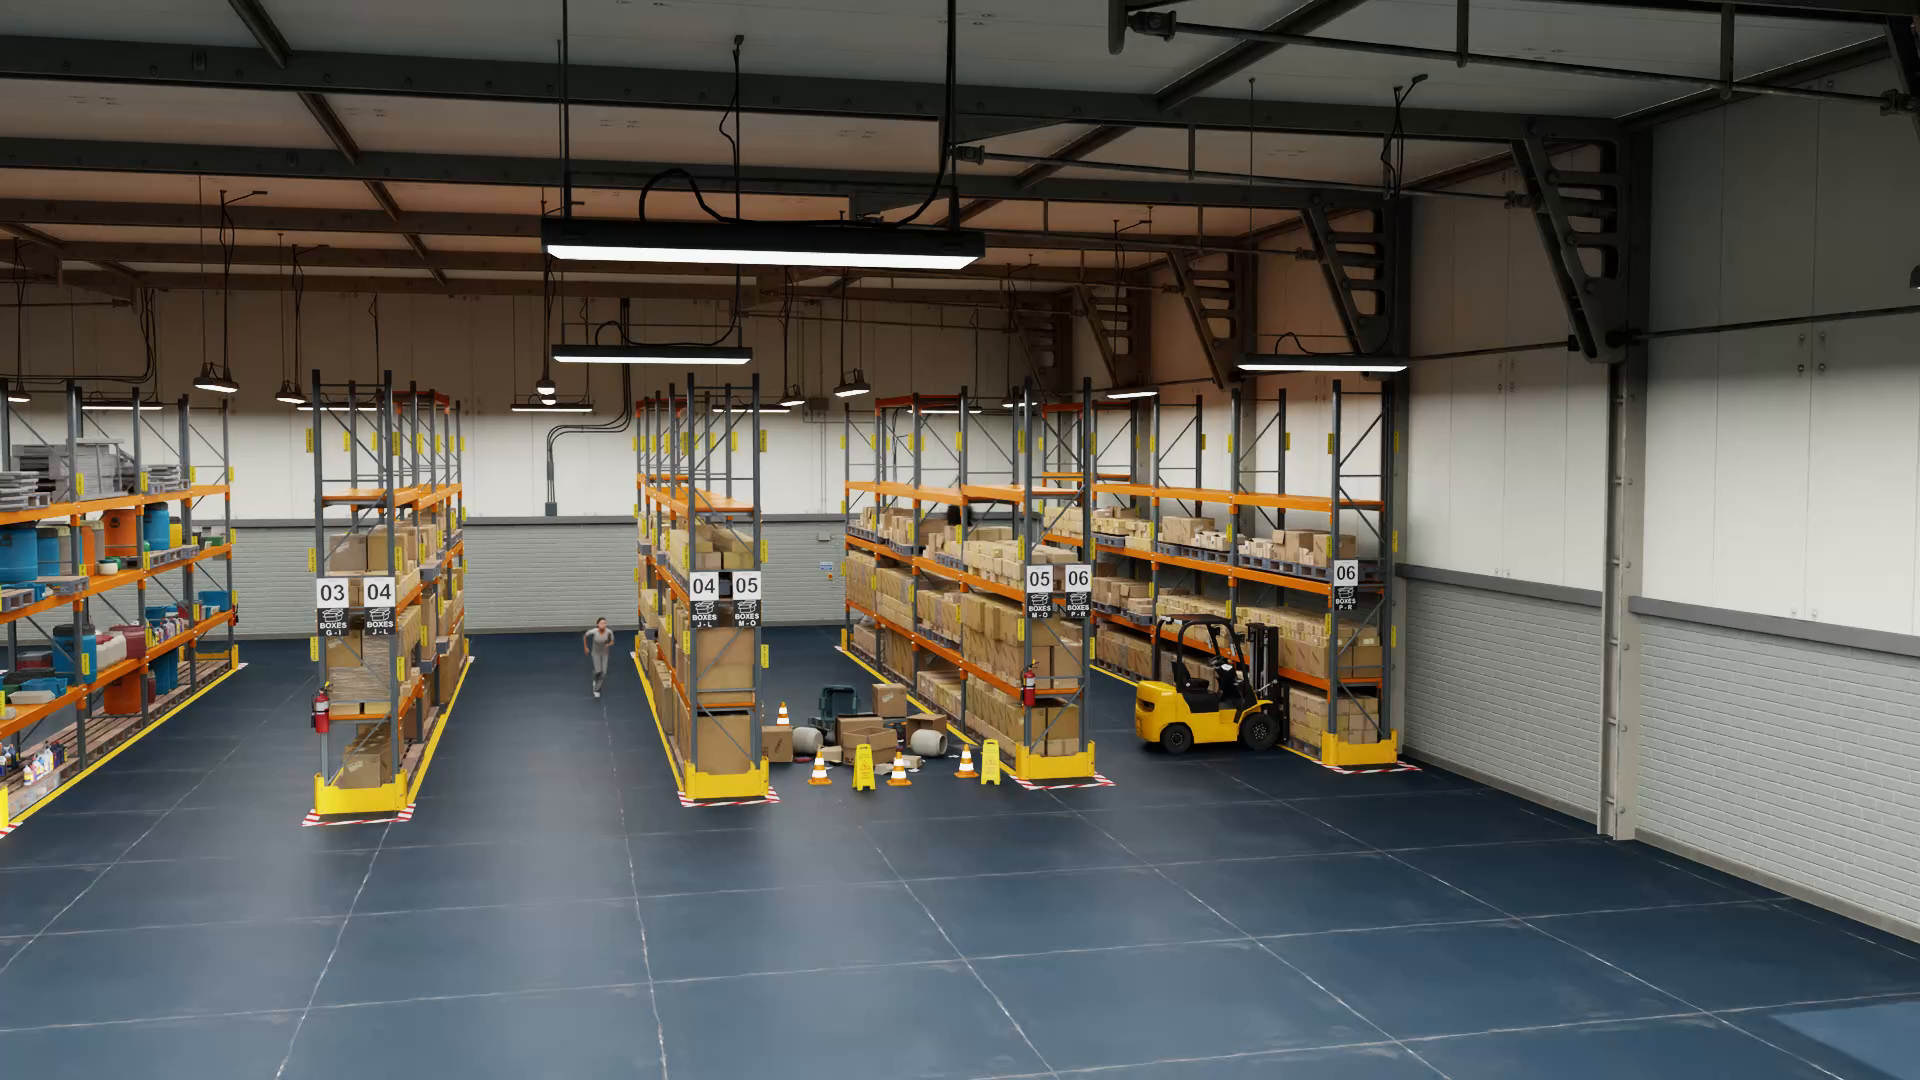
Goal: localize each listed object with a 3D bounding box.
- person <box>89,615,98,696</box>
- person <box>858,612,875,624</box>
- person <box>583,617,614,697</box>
[{"bbox_3d":[-17.149,2.283,32.511,0.596,1.717,0.694,-1,3,-18],"label":"person"},{"bbox_3d":[-2.278,1.712,41.552,1.000,1.764,0.702,-1,3,-9],"label":"person"},{"bbox_3d":[-7.115,2.314,32.857,0.563,1.596,0.687,-2,4,-26],"label":"person"}]
